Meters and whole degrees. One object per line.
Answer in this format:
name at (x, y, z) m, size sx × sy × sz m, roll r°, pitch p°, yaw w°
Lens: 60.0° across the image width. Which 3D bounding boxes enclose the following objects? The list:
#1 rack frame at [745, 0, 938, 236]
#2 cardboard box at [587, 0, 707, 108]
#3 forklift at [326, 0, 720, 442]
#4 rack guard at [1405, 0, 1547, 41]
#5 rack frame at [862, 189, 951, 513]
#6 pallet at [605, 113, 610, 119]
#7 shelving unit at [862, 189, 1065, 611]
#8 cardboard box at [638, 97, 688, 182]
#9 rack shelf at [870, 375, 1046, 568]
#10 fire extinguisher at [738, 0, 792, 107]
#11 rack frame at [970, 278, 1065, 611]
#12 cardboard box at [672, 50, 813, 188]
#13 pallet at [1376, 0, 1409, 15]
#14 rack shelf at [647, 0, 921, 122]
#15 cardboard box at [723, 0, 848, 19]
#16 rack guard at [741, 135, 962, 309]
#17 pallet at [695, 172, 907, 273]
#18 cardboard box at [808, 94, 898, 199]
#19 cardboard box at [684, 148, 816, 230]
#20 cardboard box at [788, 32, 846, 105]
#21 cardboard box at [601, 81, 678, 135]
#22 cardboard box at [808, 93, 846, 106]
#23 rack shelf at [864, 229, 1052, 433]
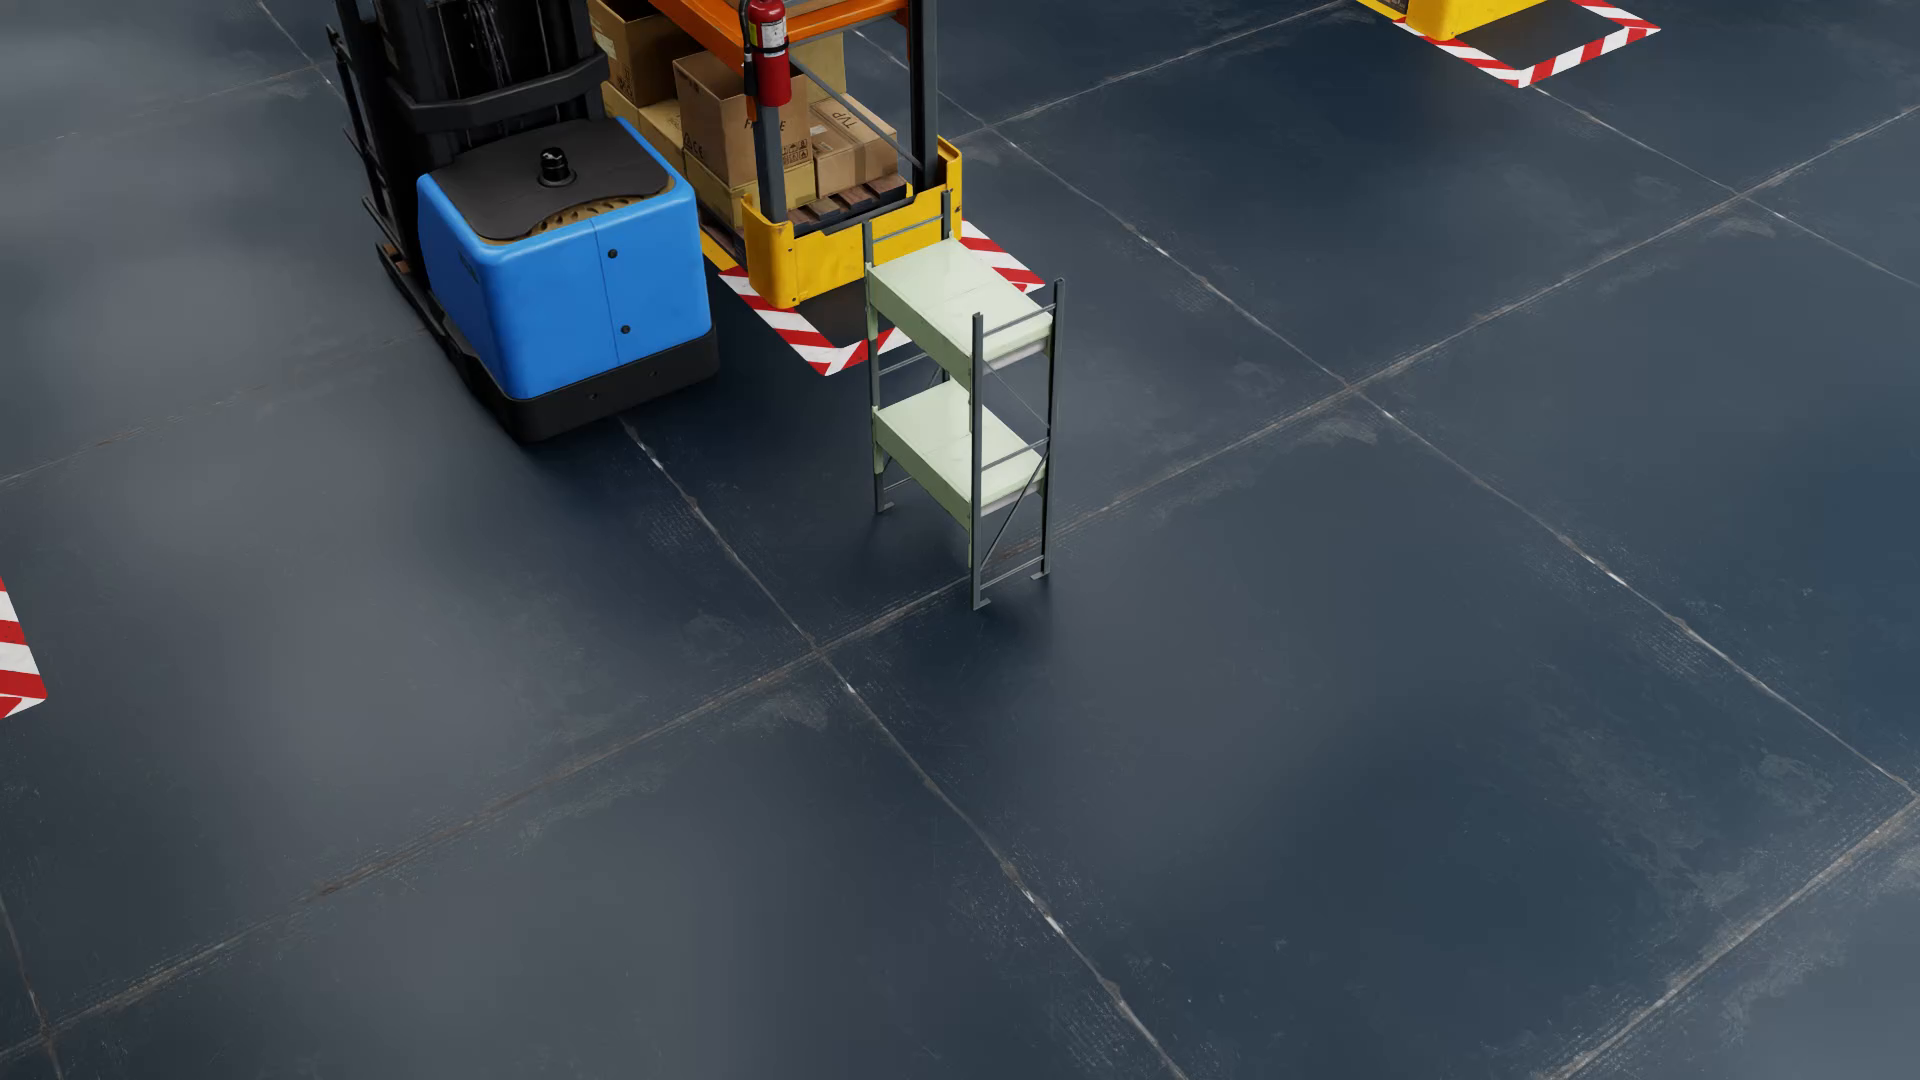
rack frame at (-0.557, -2.585, 7.777) m, size 1.000 × 3.000 × 0.127 m, roll -26°, pitch 49°, yaw -24°
cardboard box at (-1.692, -2.760, 9.104) m, size 0.500 × 0.500 × 0.500 m, roll -26°, pitch 49°, yaw -24°
forklift at (-2.379, -2.502, 7.739) m, size 1.130 × 2.935 × 3.031 m, roll -24°, pitch 49°, yaw -23°
rack guard at (3.426, -3.660, 10.713) m, size 1.175 × 0.500 × 0.348 m, roll -26°, pitch 49°, yaw -24°
rack frame at (-0.206, -0.746, 6.936) m, size 0.400 × 1.500 × 0.023 m, roll -26°, pitch 49°, yaw -24°
pallet at (-1.723, -2.683, 9.899) m, size 1.003 × 0.211 × 1.213 m, roll -26°, pitch 49°, yaw -24°
shelving unit at (0.004, -0.539, 6.719) m, size 0.431 × 1.500 × 0.755 m, roll -26°, pitch 49°, yaw -24°
cardboard box at (-1.402, -2.208, 9.069) m, size 0.500 × 0.250 × 0.500 m, roll -26°, pitch 49°, yaw -24°
rack shelf at (0.004, -0.303, 6.944) m, size 0.431 × 0.370 × 0.720 m, roll -26°, pitch 49°, yaw -24°
fire extinguisher at (-0.871, -2.307, 7.541) m, size 0.296 × 0.674 × 0.183 m, roll -26°, pitch 49°, yaw -24°
rack frame at (0.213, -0.331, 6.502) m, size 0.400 × 1.500 × 0.023 m, roll -26°, pitch 49°, yaw -24°
cardboard box at (-1.108, -2.200, 8.517) m, size 0.500 × 0.500 × 0.500 m, roll -26°, pitch 49°, yaw -24°
pallet at (2.965, -4.018, 11.297) m, size 1.003 × 0.211 × 1.213 m, roll -26°, pitch 49°, yaw -24°
rack shelf at (-1.701, -3.458, 9.211) m, size 1.077 × 0.370 × 4.000 m, roll -26°, pitch 49°, yaw -24°
cardboard box at (-0.814, -2.891, 8.024) m, size 0.700 × 0.500 × 0.500 m, roll -26°, pitch 49°, yaw -24°
rack guard at (-0.543, -1.667, 8.625) m, size 1.175 × 0.500 × 0.348 m, roll -26°, pitch 49°, yaw -24°
pallet at (-1.029, -1.993, 9.176) m, size 1.003 × 0.211 × 1.213 m, roll -26°, pitch 49°, yaw -24°
cardboard box at (-0.682, -2.134, 8.991) m, size 0.500 × 0.250 × 0.500 m, roll -26°, pitch 49°, yaw -24°
cardboard box at (-1.106, -1.929, 8.777) m, size 0.500 × 0.250 × 0.500 m, roll -26°, pitch 49°, yaw -24°
cardboard box at (-0.969, -2.688, 9.028) m, size 0.500 × 0.500 × 0.500 m, roll -26°, pitch 49°, yaw -24°
cardboard box at (-1.690, -2.490, 9.364) m, size 0.500 × 0.250 × 0.500 m, roll -26°, pitch 49°, yaw -24°
cardboard box at (-0.971, -2.416, 9.286) m, size 0.500 × 0.250 × 0.500 m, roll -26°, pitch 49°, yaw -24°
rack shelf at (0.004, -0.821, 6.450) m, size 0.431 × 0.370 × 0.720 m, roll -26°, pitch 49°, yaw -24°
